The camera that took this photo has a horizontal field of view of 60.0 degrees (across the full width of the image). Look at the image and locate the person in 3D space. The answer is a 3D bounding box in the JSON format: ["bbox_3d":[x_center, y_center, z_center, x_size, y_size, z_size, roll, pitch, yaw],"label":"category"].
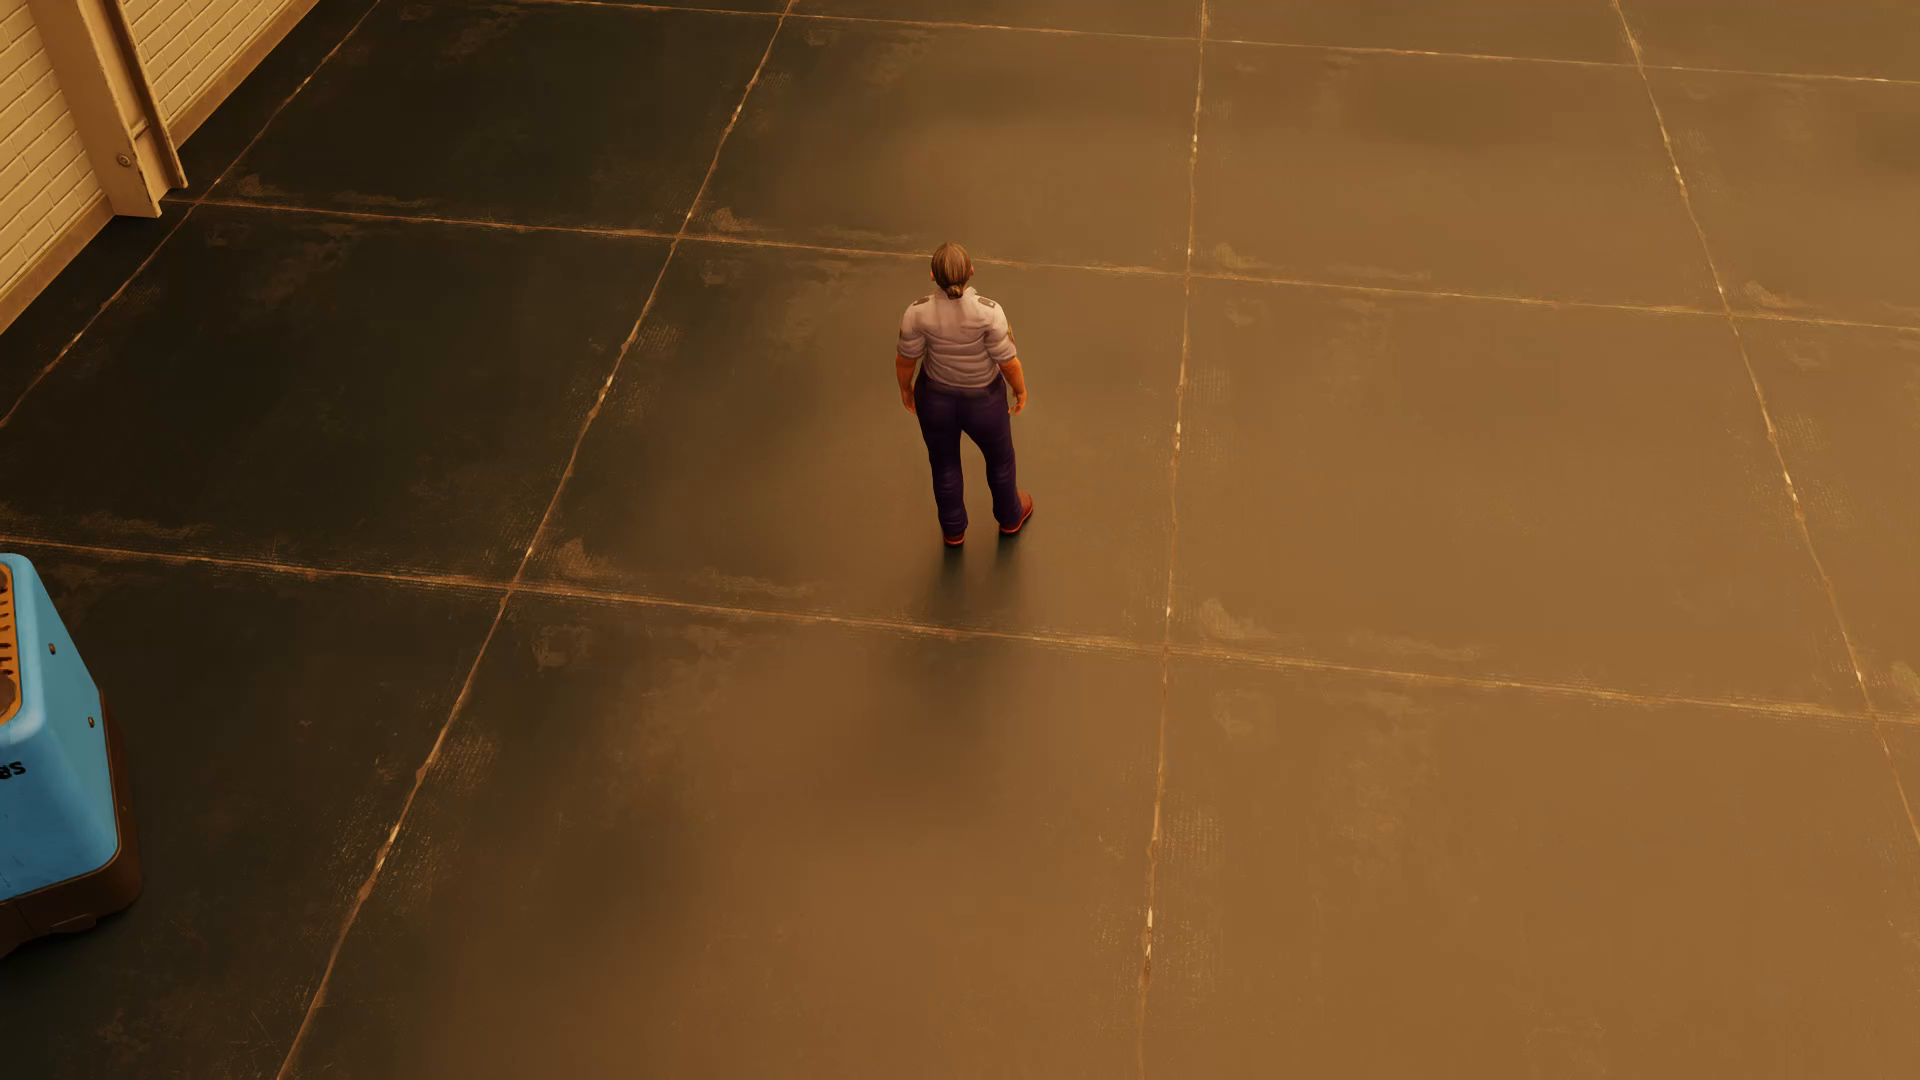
[{"bbox_3d":[0.035,-0.671,7.391,0.598,1.651,0.503,5,43,6],"label":"person"}]

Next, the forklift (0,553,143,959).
[{"bbox_3d":[-4.676,0.461,5.222,3.031,2.935,1.130,-18,45,-18],"label":"forklift"}]
